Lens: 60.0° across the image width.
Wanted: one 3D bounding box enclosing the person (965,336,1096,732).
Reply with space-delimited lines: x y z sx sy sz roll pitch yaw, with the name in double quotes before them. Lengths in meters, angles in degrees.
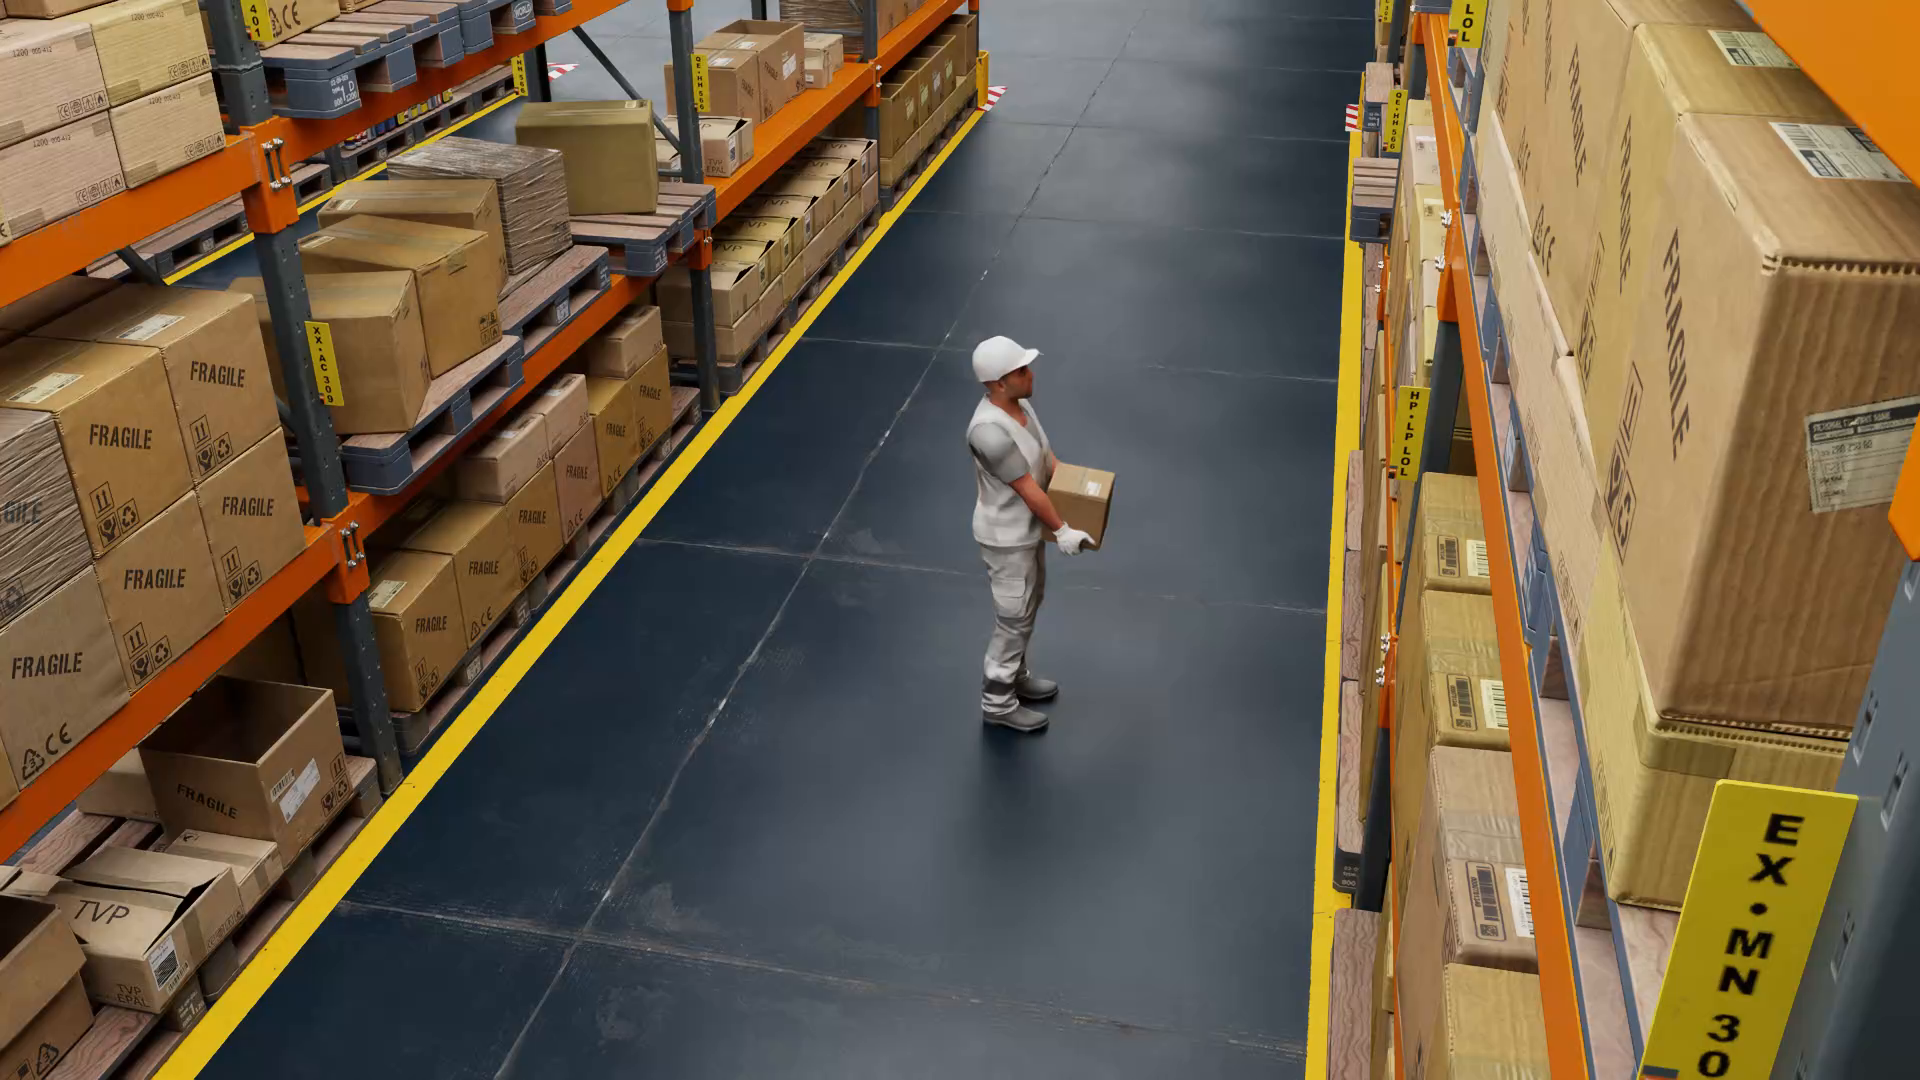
"person" 0.324 -0.018 7.139 0.564 1.782 0.494 6 29 11
